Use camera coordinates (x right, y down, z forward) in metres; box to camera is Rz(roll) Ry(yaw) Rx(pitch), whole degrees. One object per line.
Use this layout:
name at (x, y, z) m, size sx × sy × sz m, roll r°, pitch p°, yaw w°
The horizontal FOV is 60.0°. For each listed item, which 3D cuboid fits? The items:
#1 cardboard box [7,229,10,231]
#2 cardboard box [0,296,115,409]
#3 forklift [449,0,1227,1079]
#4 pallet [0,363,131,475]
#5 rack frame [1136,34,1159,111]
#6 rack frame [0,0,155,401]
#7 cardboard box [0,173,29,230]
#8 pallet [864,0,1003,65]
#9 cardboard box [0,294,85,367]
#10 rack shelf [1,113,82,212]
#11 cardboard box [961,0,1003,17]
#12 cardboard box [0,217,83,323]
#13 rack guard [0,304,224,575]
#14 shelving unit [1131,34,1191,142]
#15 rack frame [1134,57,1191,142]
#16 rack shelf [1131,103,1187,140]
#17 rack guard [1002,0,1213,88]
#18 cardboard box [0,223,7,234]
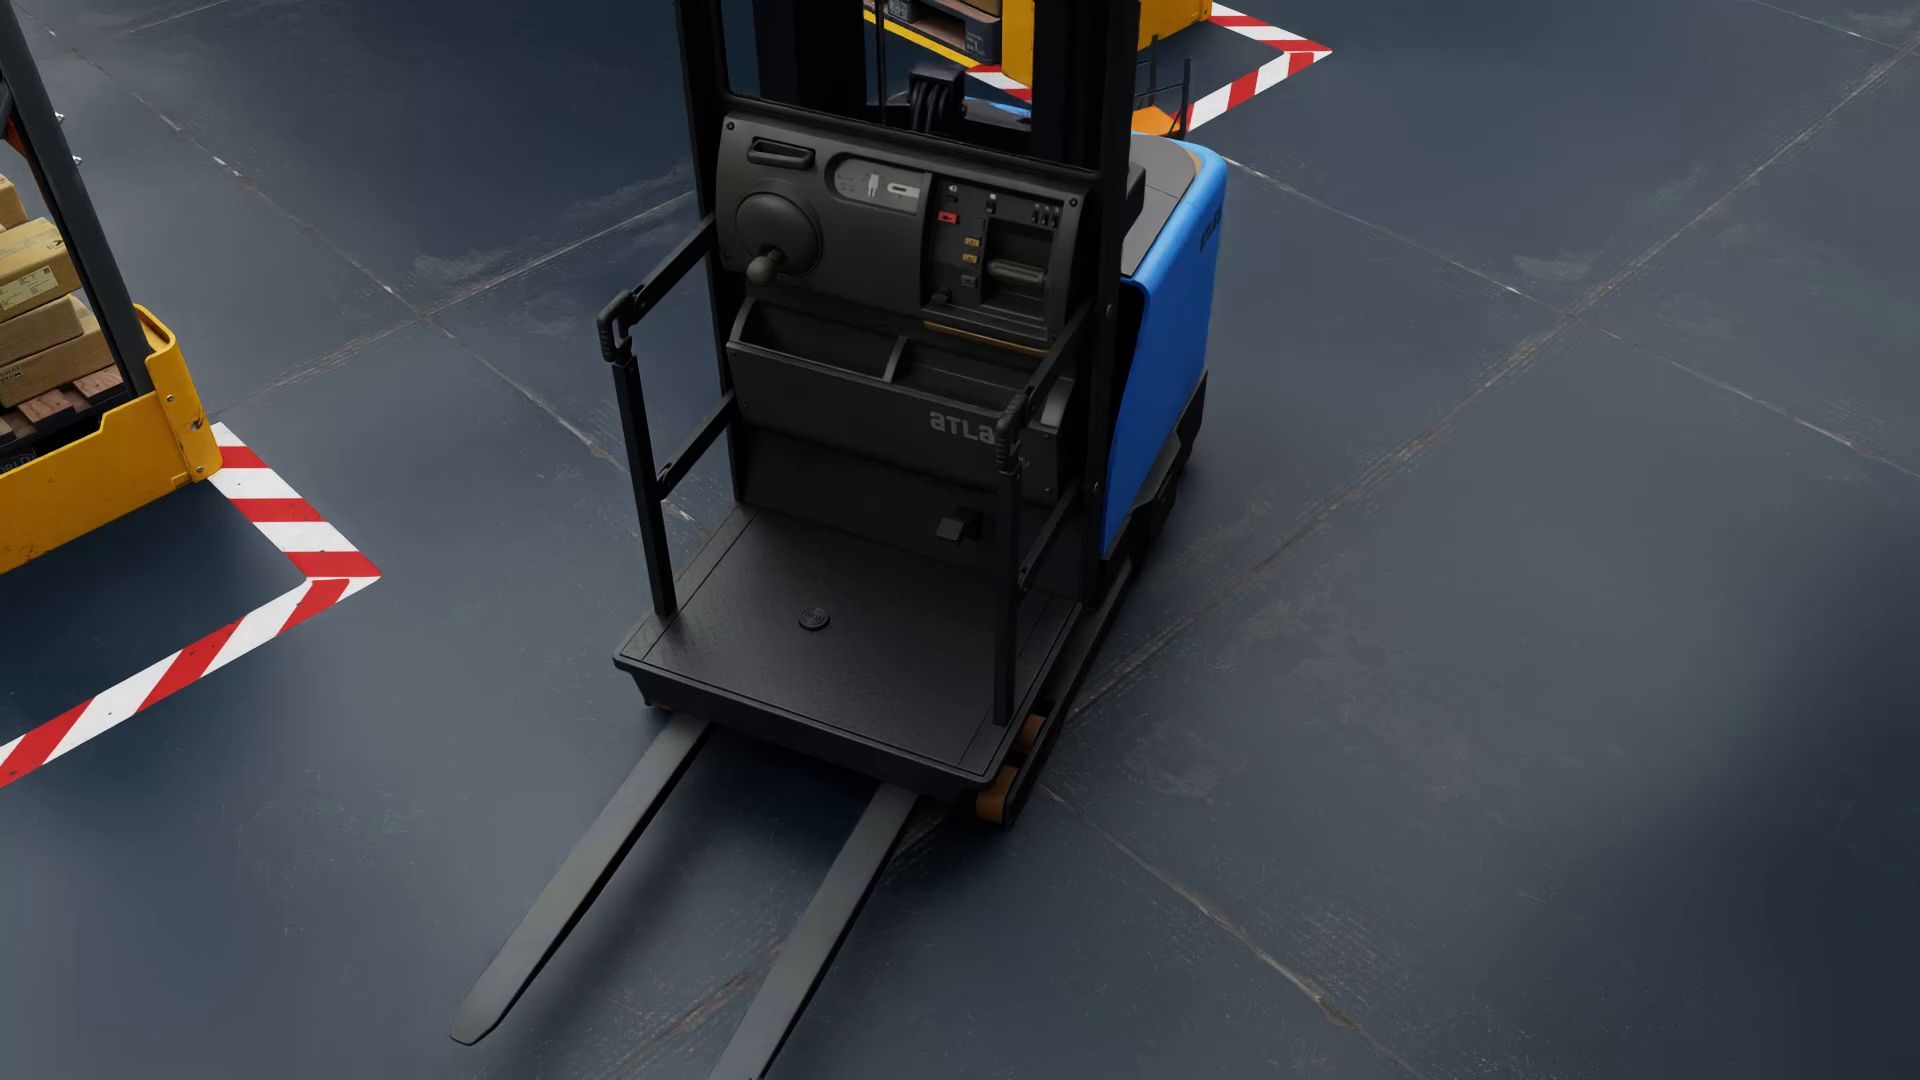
cardboard box at (-3.582, -1.113, 5.817) m, size 0.380 × 0.149 × 0.250 m, roll -32°, pitch 52°, yaw -30°
cardboard box at (-3.044, -0.626, 5.508) m, size 0.380 × 0.149 × 0.250 m, roll -33°, pitch 52°, yaw -31°
forklift at (-0.240, -0.656, 3.800) m, size 1.130 × 2.935 × 3.031 m, roll 16°, pitch 45°, yaw 17°
pallet at (-3.503, -0.533, 5.671) m, size 1.003 × 0.211 × 1.213 m, roll -34°, pitch 53°, yaw -31°
rack frame at (0.524, -1.092, 5.546) m, size 0.240 × 1.200 × 0.006 m, roll -20°, pitch 45°, yaw -20°
rack frame at (-2.901, -1.113, 4.244) m, size 1.000 × 3.000 × 0.127 m, roll -34°, pitch 53°, yaw -31°
cardboard box at (-3.397, -1.111, 5.595) m, size 0.250 × 0.149 × 0.380 m, roll 34°, pitch 53°, yaw 31°
pallet at (0.062, -2.764, 8.086) m, size 1.003 × 0.211 × 1.213 m, roll -34°, pitch 53°, yaw -31°
cardboard box at (-3.089, -0.704, 5.374) m, size 0.380 × 0.149 × 0.250 m, roll -32°, pitch 51°, yaw -30°
rack shelf at (-4.313, -1.810, 5.529) m, size 1.077 × 0.370 × 4.000 m, roll -34°, pitch 53°, yaw -31°
cardboard box at (0.174, -3.085, 7.634) m, size 0.875 × 0.875 × 0.875 m, roll -34°, pitch 53°, yaw -31°
cardboard box at (-3.030, -0.853, 5.316) m, size 0.250 × 0.149 × 0.380 m, roll 32°, pitch 51°, yaw 30°
rack guard at (-2.954, -0.232, 5.132) m, size 1.175 × 0.500 × 0.348 m, roll -34°, pitch 53°, yaw -31°
shelving unit at (0.566, -1.038, 5.485) m, size 0.258 × 1.200 × 0.189 m, roll -20°, pitch 45°, yaw -20°
rack frame at (0.609, -0.985, 5.424) m, size 0.240 × 1.200 × 0.006 m, roll -20°, pitch 45°, yaw -20°
rack shelf at (0.560, -1.273, 5.274) m, size 0.258 × 0.103 × 0.180 m, roll -20°, pitch 45°, yaw -20°
rack guard at (0.699, -2.512, 7.600) m, size 1.175 × 0.500 × 0.348 m, roll -34°, pitch 53°, yaw -31°
cardboard box at (-3.310, -0.928, 5.397) m, size 0.380 × 0.149 × 0.250 m, roll -33°, pitch 52°, yaw -31°
